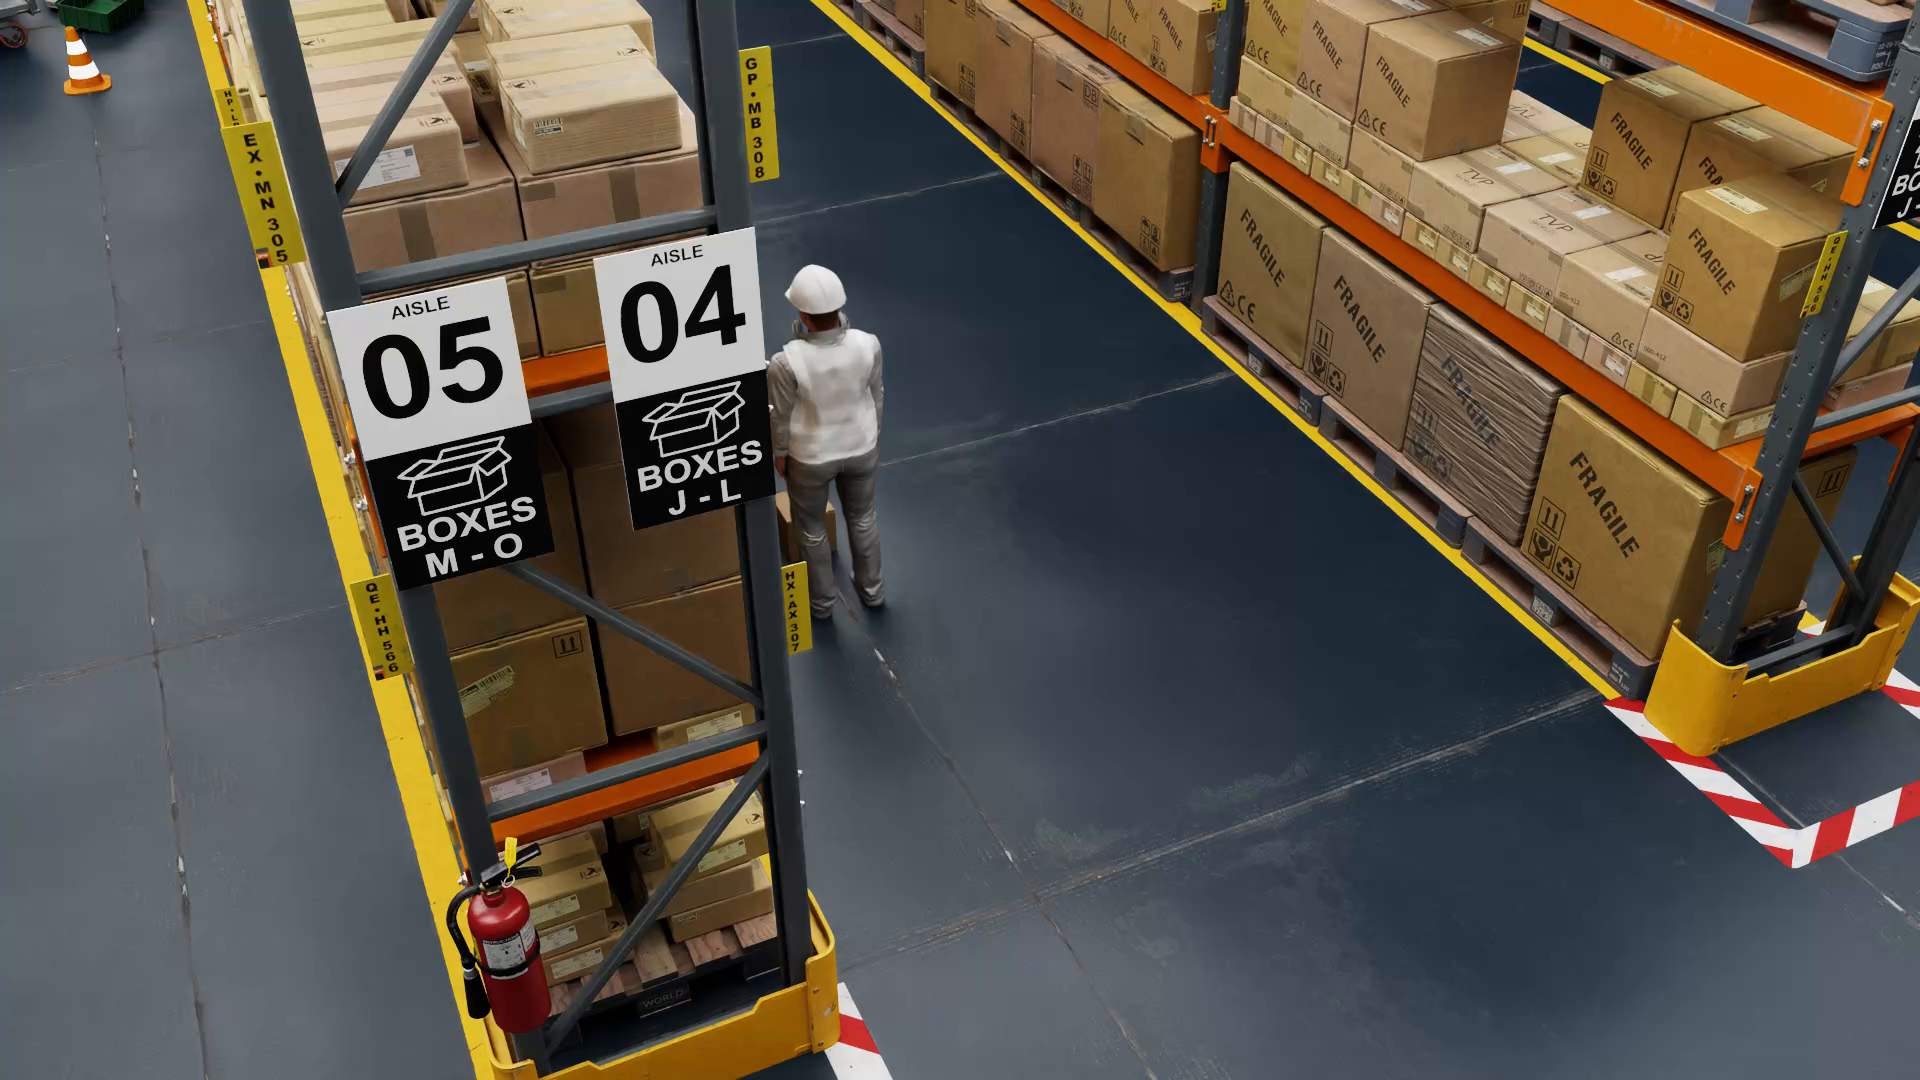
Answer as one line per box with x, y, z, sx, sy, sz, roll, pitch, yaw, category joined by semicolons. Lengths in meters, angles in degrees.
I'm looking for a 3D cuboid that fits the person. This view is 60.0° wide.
-0.595;-0.416;7.402;0.533;1.775;0.359;-15;40;-19;person
